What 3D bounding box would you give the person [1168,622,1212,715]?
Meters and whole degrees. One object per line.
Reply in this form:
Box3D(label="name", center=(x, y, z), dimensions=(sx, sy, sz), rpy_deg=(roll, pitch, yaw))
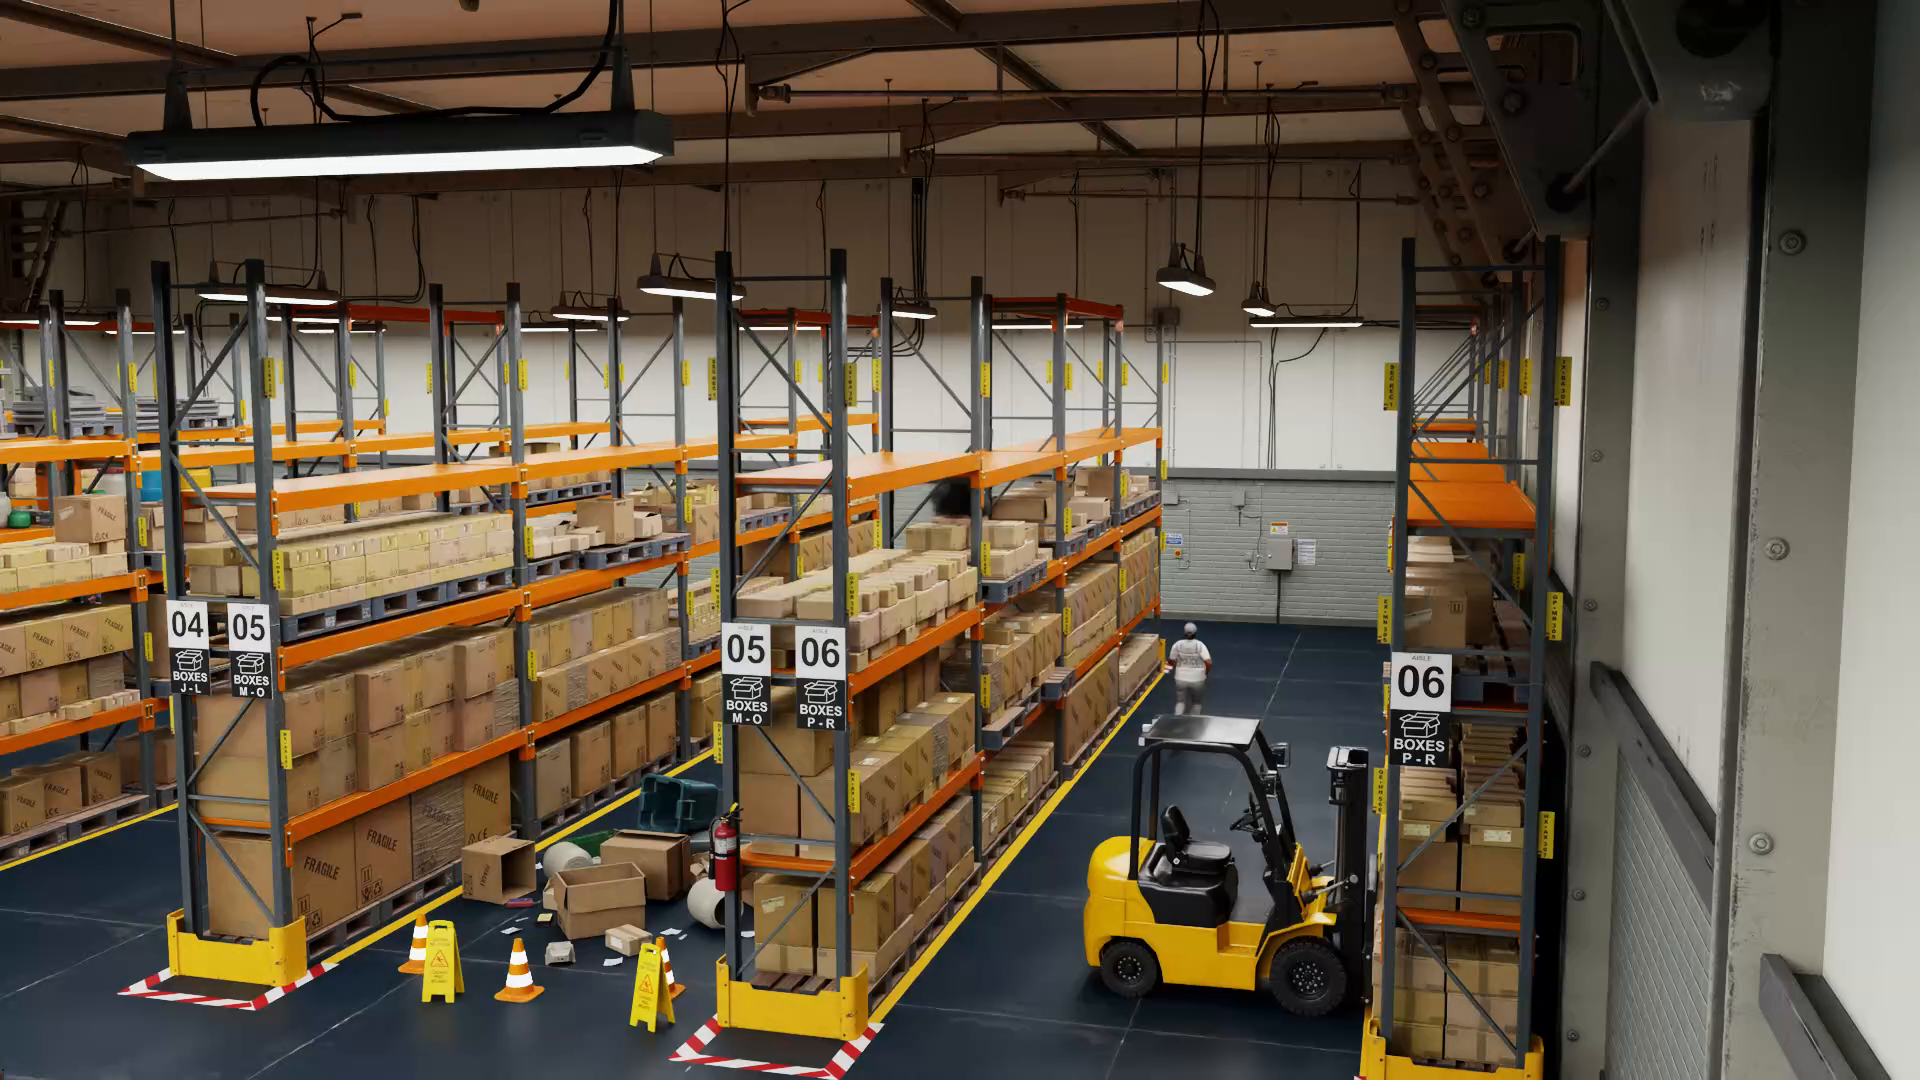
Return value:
Box3D(label="person", center=(3.169, 1.940, 22.888), dimensions=(0.615, 1.623, 0.708), rpy_deg=(2, 6, 15))
